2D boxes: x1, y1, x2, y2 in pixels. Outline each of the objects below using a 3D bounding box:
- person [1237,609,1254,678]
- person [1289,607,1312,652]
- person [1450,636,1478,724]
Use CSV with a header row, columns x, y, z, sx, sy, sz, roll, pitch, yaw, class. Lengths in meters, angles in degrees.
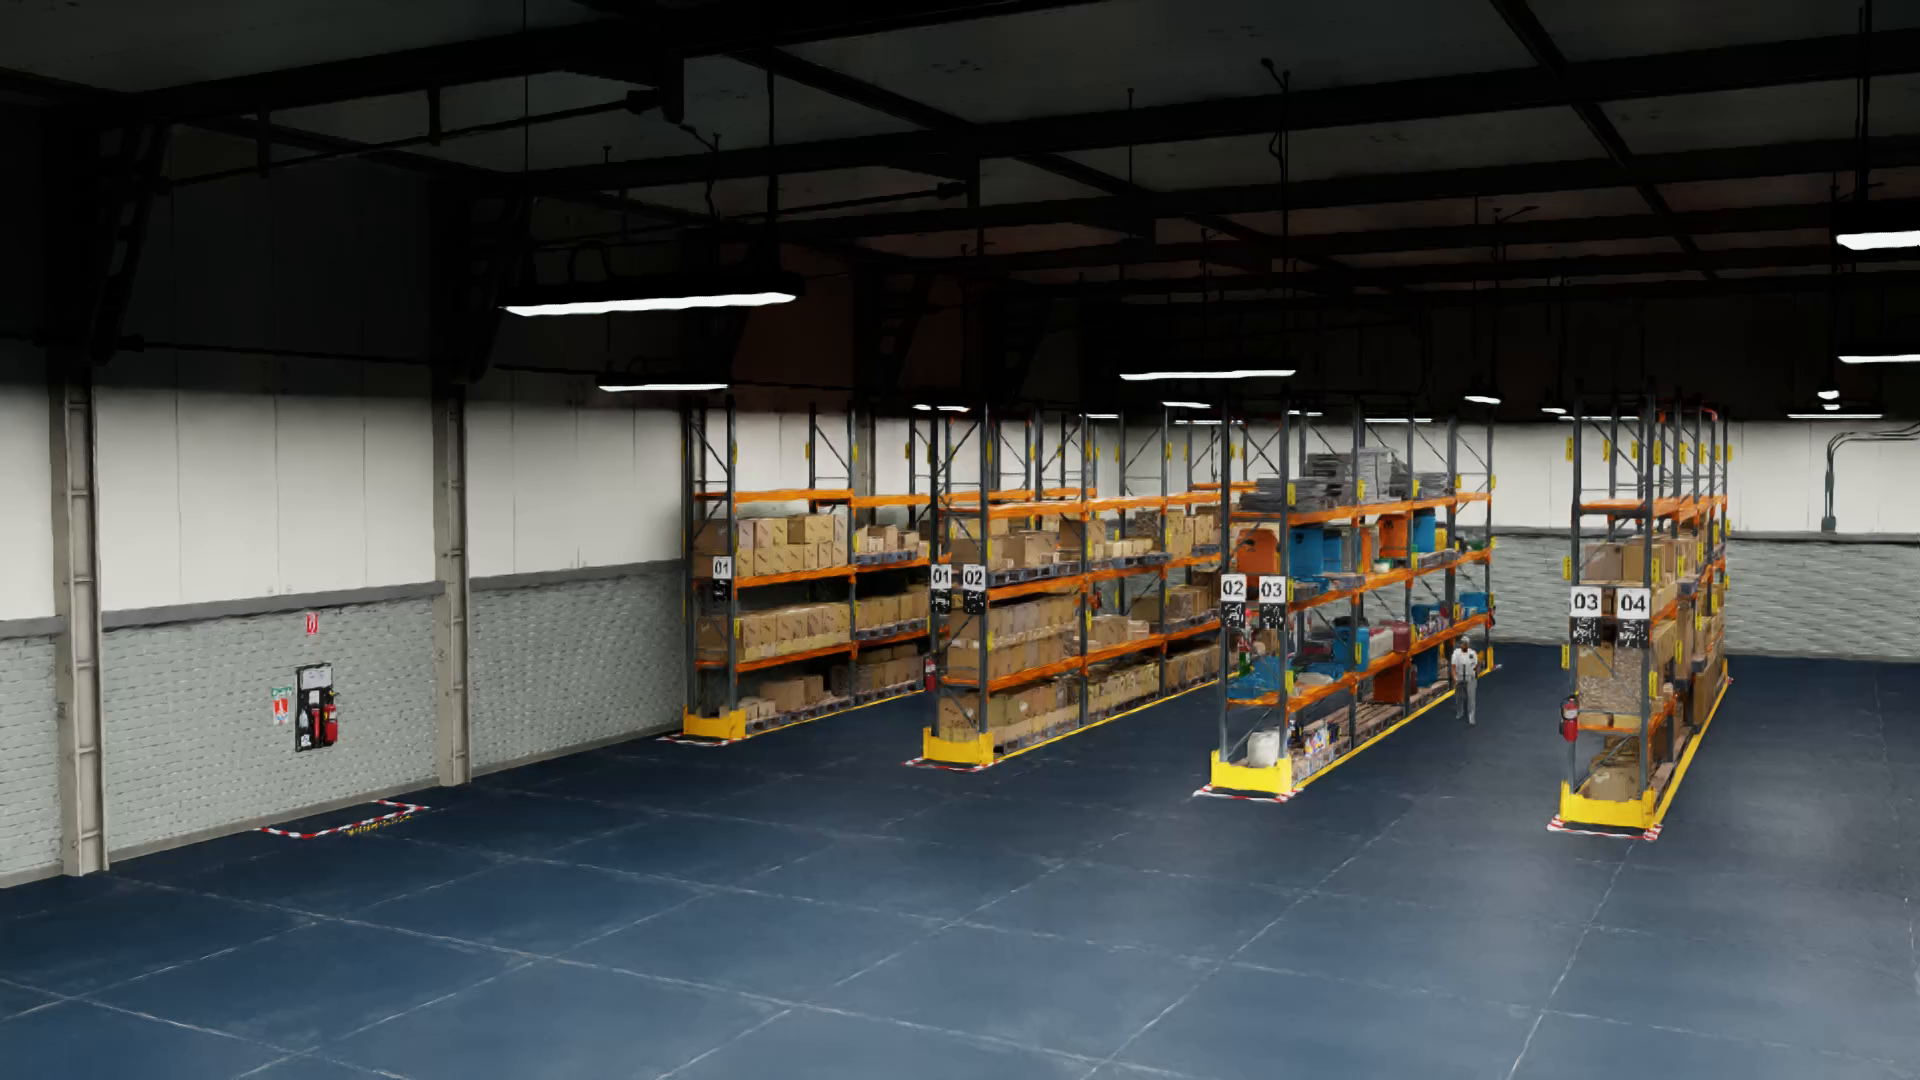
x,y,z,sx,sy,sz,roll,pitch,yaw,class
5.884,2.297,33.975,0.465,1.789,0.623,0,3,5,person
7.753,2.100,37.924,0.653,1.786,0.569,-2,4,-33,person
9.338,2.562,30.787,0.490,1.583,0.999,1,3,20,person
